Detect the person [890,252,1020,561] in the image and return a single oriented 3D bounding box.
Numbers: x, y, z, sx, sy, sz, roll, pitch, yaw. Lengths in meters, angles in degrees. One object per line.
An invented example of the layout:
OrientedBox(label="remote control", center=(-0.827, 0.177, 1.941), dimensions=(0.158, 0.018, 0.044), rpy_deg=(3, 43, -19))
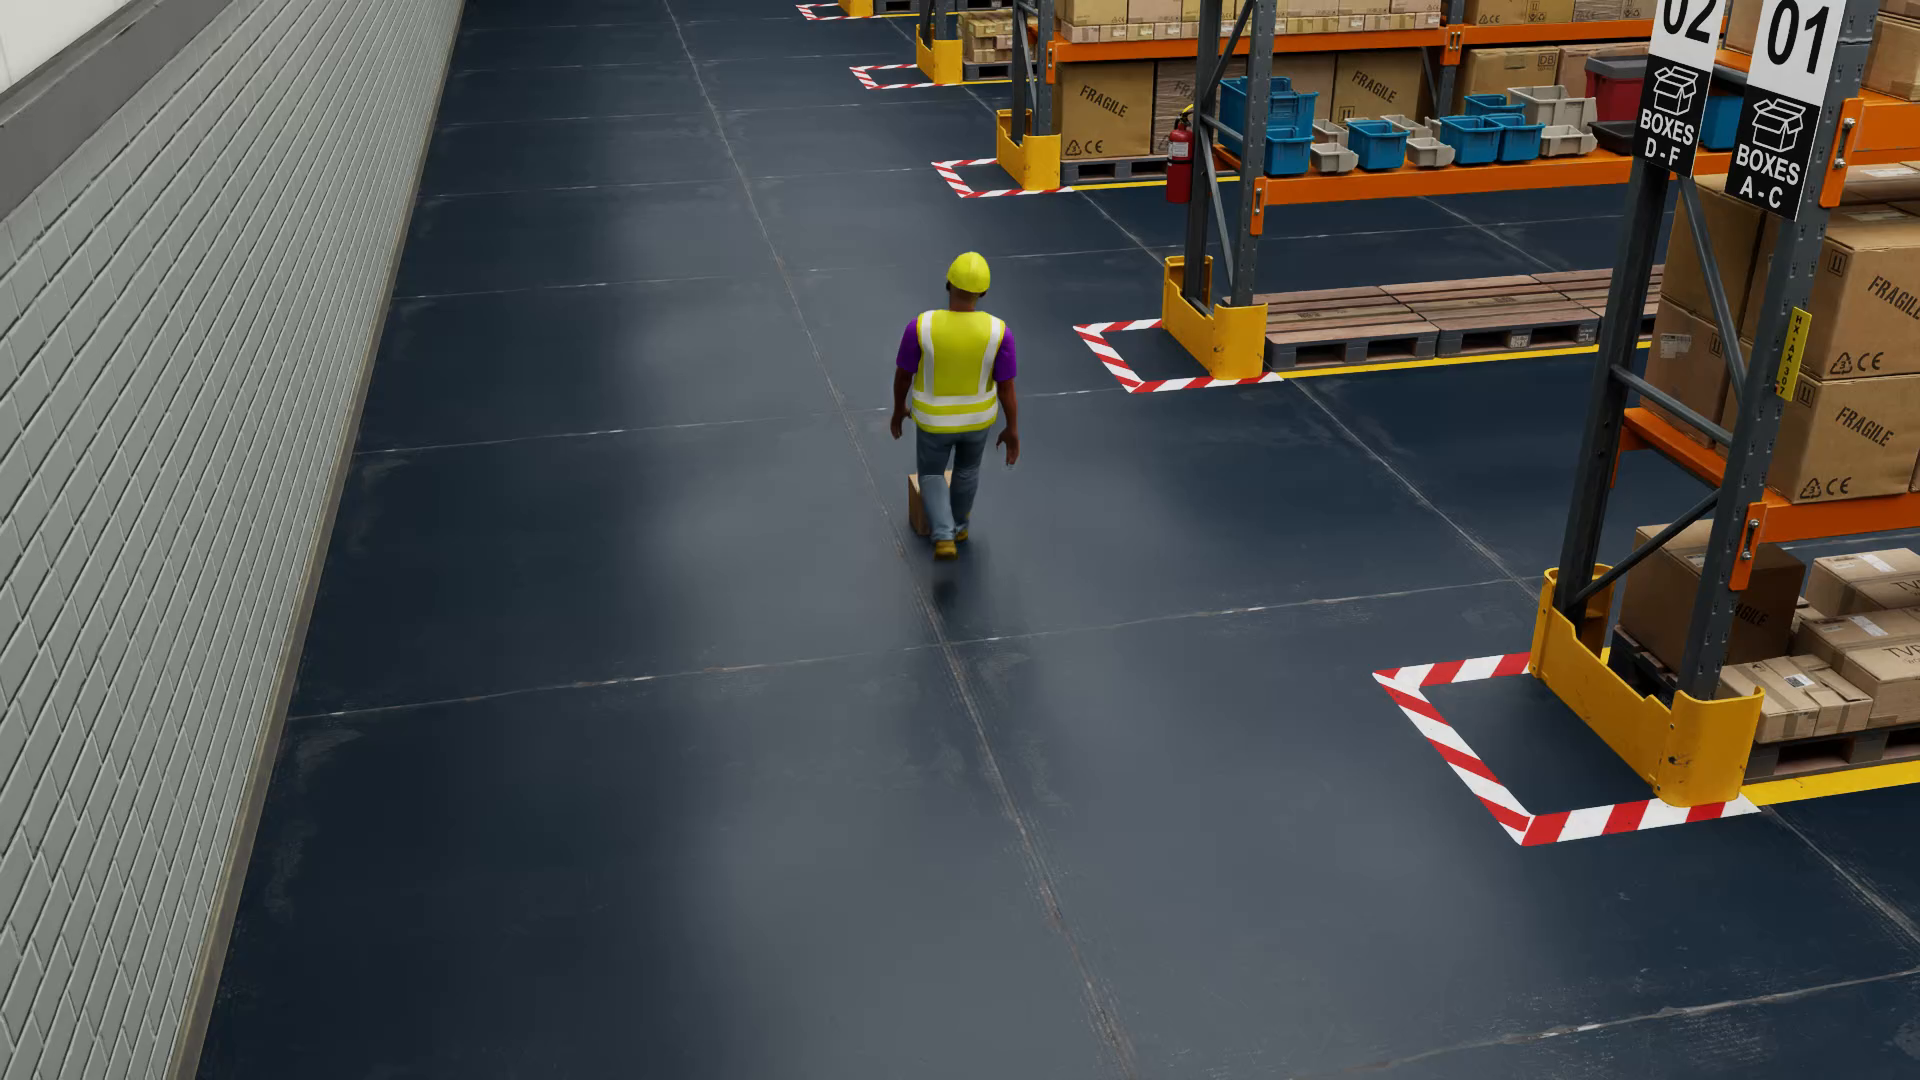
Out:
OrientedBox(label="person", center=(-0.038, -0.681, 8.398), dimensions=(0.636, 1.695, 0.882), rpy_deg=(-2, 27, -5))
